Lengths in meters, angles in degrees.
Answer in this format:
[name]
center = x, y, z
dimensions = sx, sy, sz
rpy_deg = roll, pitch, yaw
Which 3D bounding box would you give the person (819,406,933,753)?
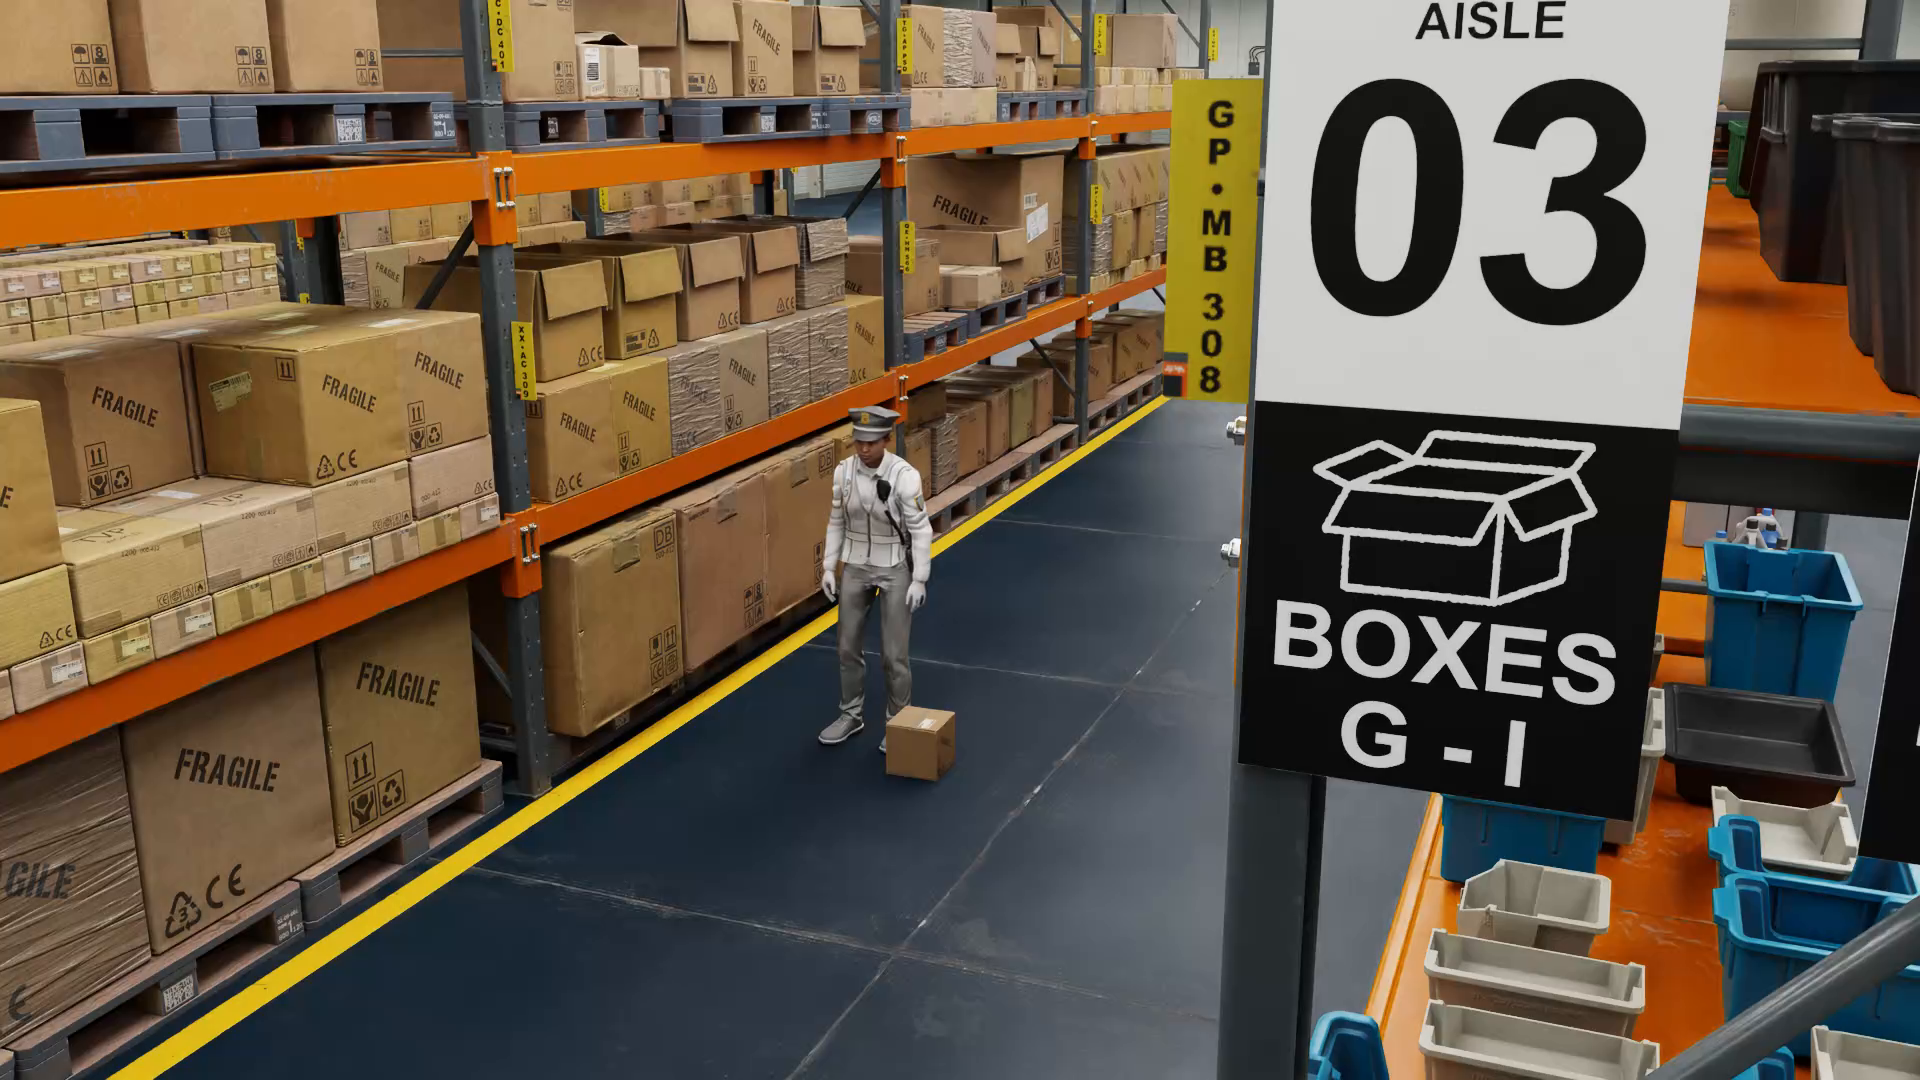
[person]
center = -0.395, 0.175, 7.887
dimensions = 0.541, 1.664, 0.374
rpy_deg = 6, 17, 20
